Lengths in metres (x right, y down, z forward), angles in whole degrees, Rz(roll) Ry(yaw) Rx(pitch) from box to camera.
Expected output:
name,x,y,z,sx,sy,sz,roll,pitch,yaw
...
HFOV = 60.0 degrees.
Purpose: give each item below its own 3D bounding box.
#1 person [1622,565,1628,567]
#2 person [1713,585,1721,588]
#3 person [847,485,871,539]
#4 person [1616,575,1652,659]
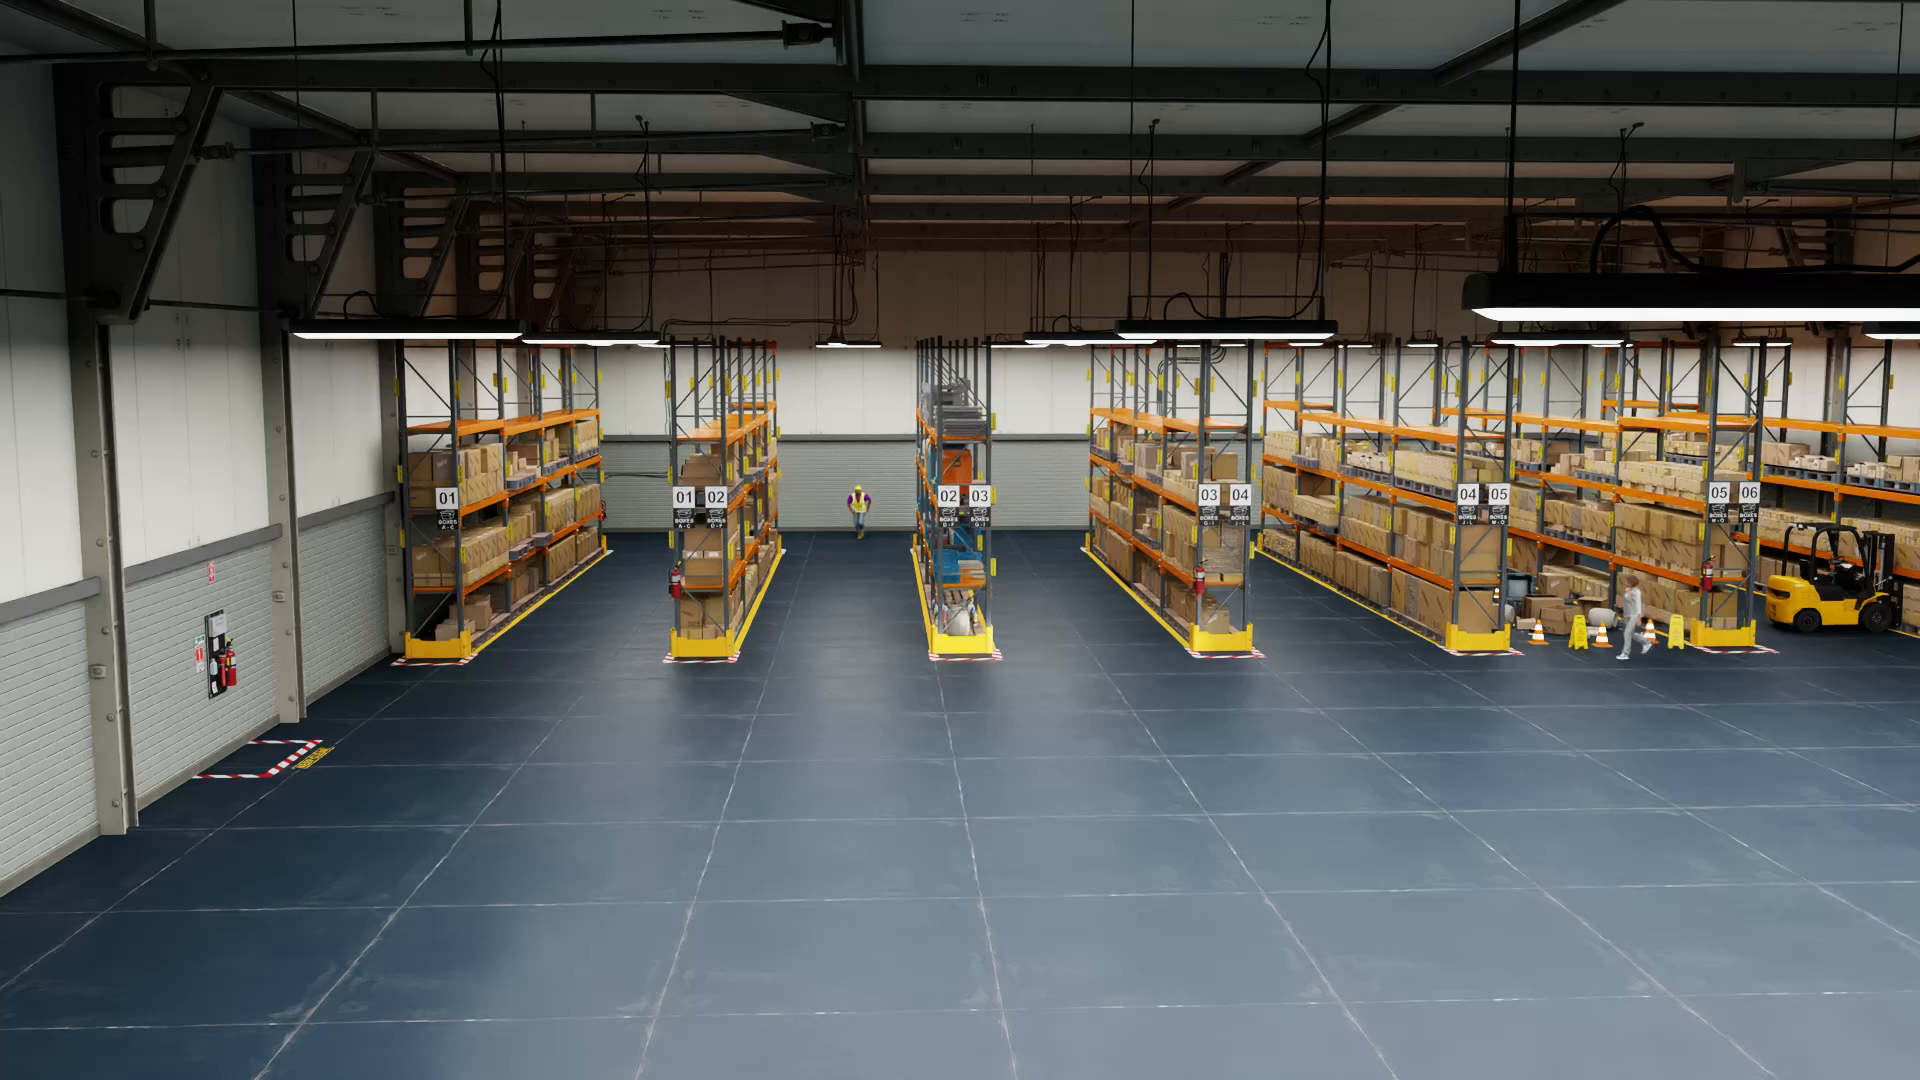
name,x,y,z,sx,sy,sz,roll,pitch,yaw
person,16.713,0.198,41.235,0.524,1.749,0.498,-3,7,-23
person,16.393,0.850,36.198,0.509,1.558,0.698,0,6,0
person,-3.072,-0.851,50.640,0.715,1.659,0.722,1,7,7
person,12.562,1.423,30.924,0.808,1.564,0.429,-1,7,-13
